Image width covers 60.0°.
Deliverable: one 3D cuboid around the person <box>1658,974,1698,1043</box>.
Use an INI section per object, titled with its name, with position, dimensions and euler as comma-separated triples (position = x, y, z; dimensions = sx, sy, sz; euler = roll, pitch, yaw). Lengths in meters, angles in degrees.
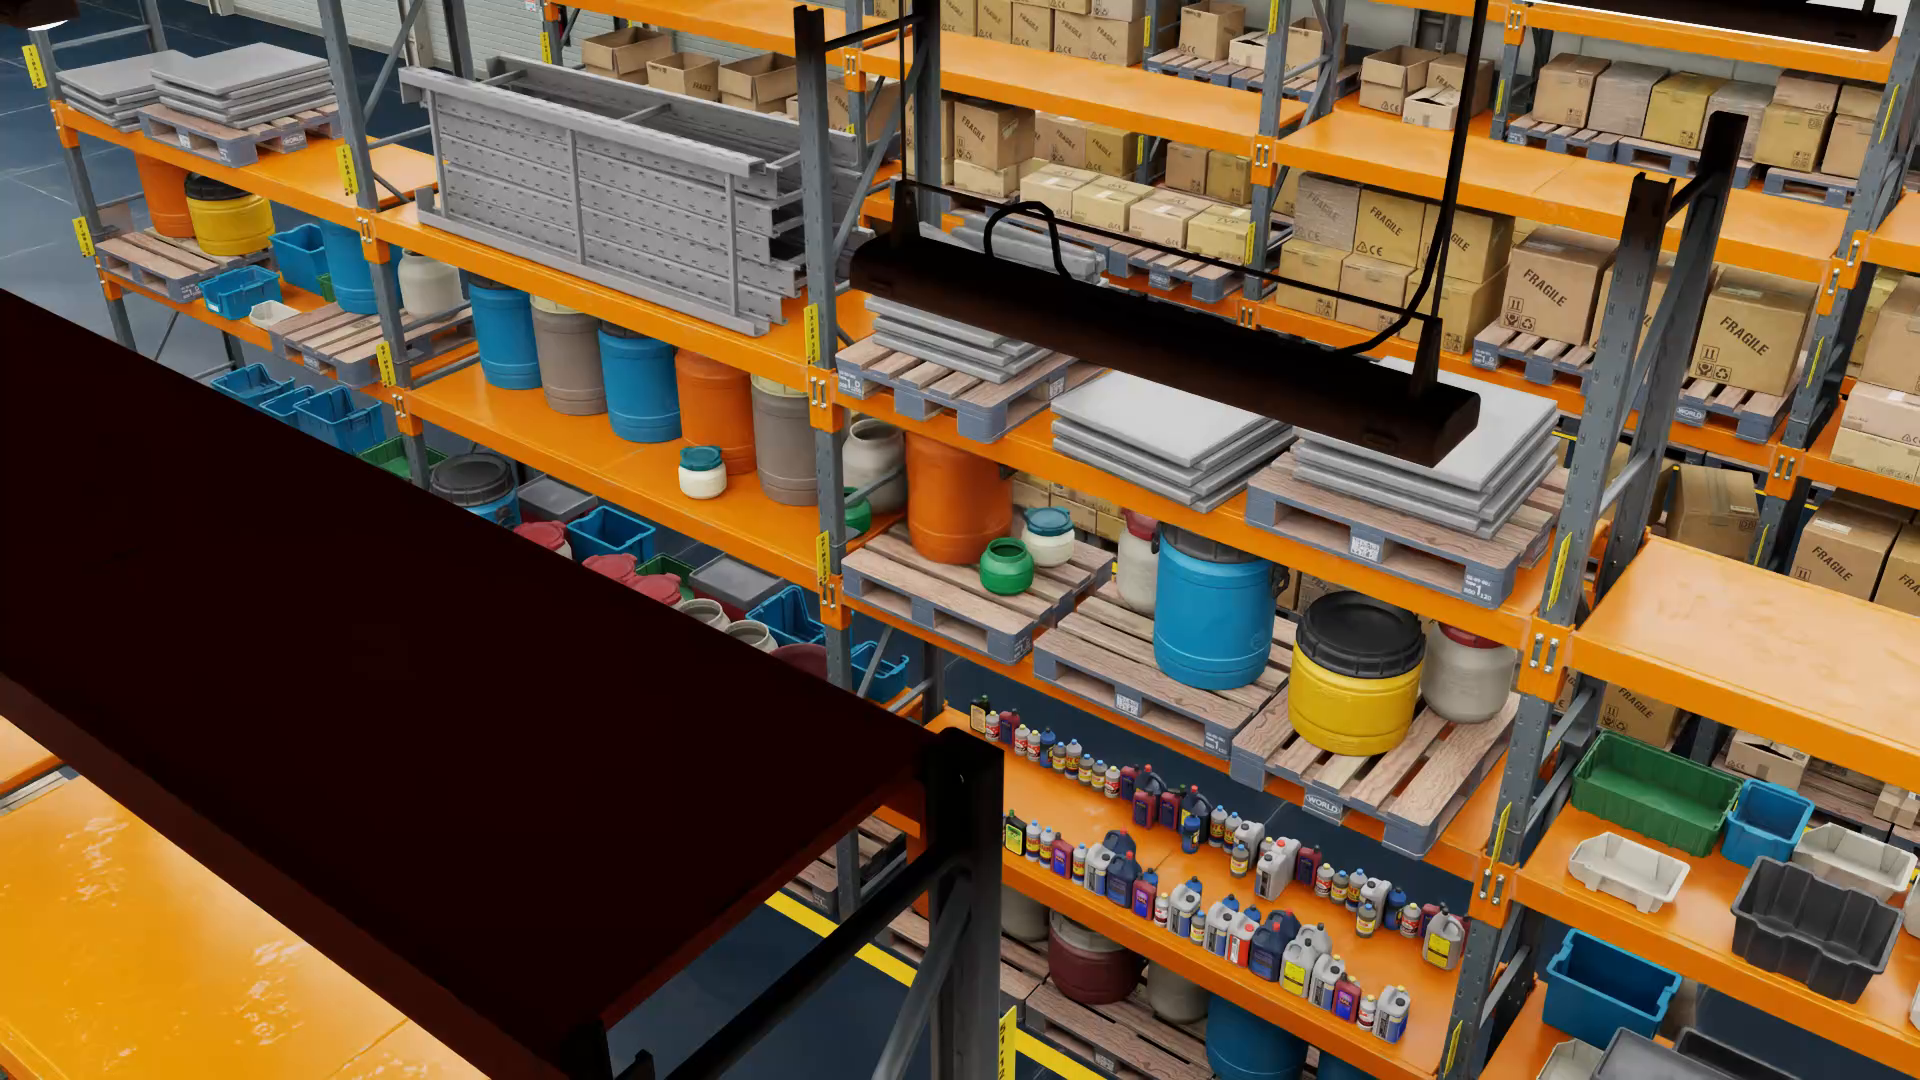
[person]
position = 4.046, 2.462, 9.613
dimensions = 1.067, 1.662, 0.585
euler = 20, 37, 29
